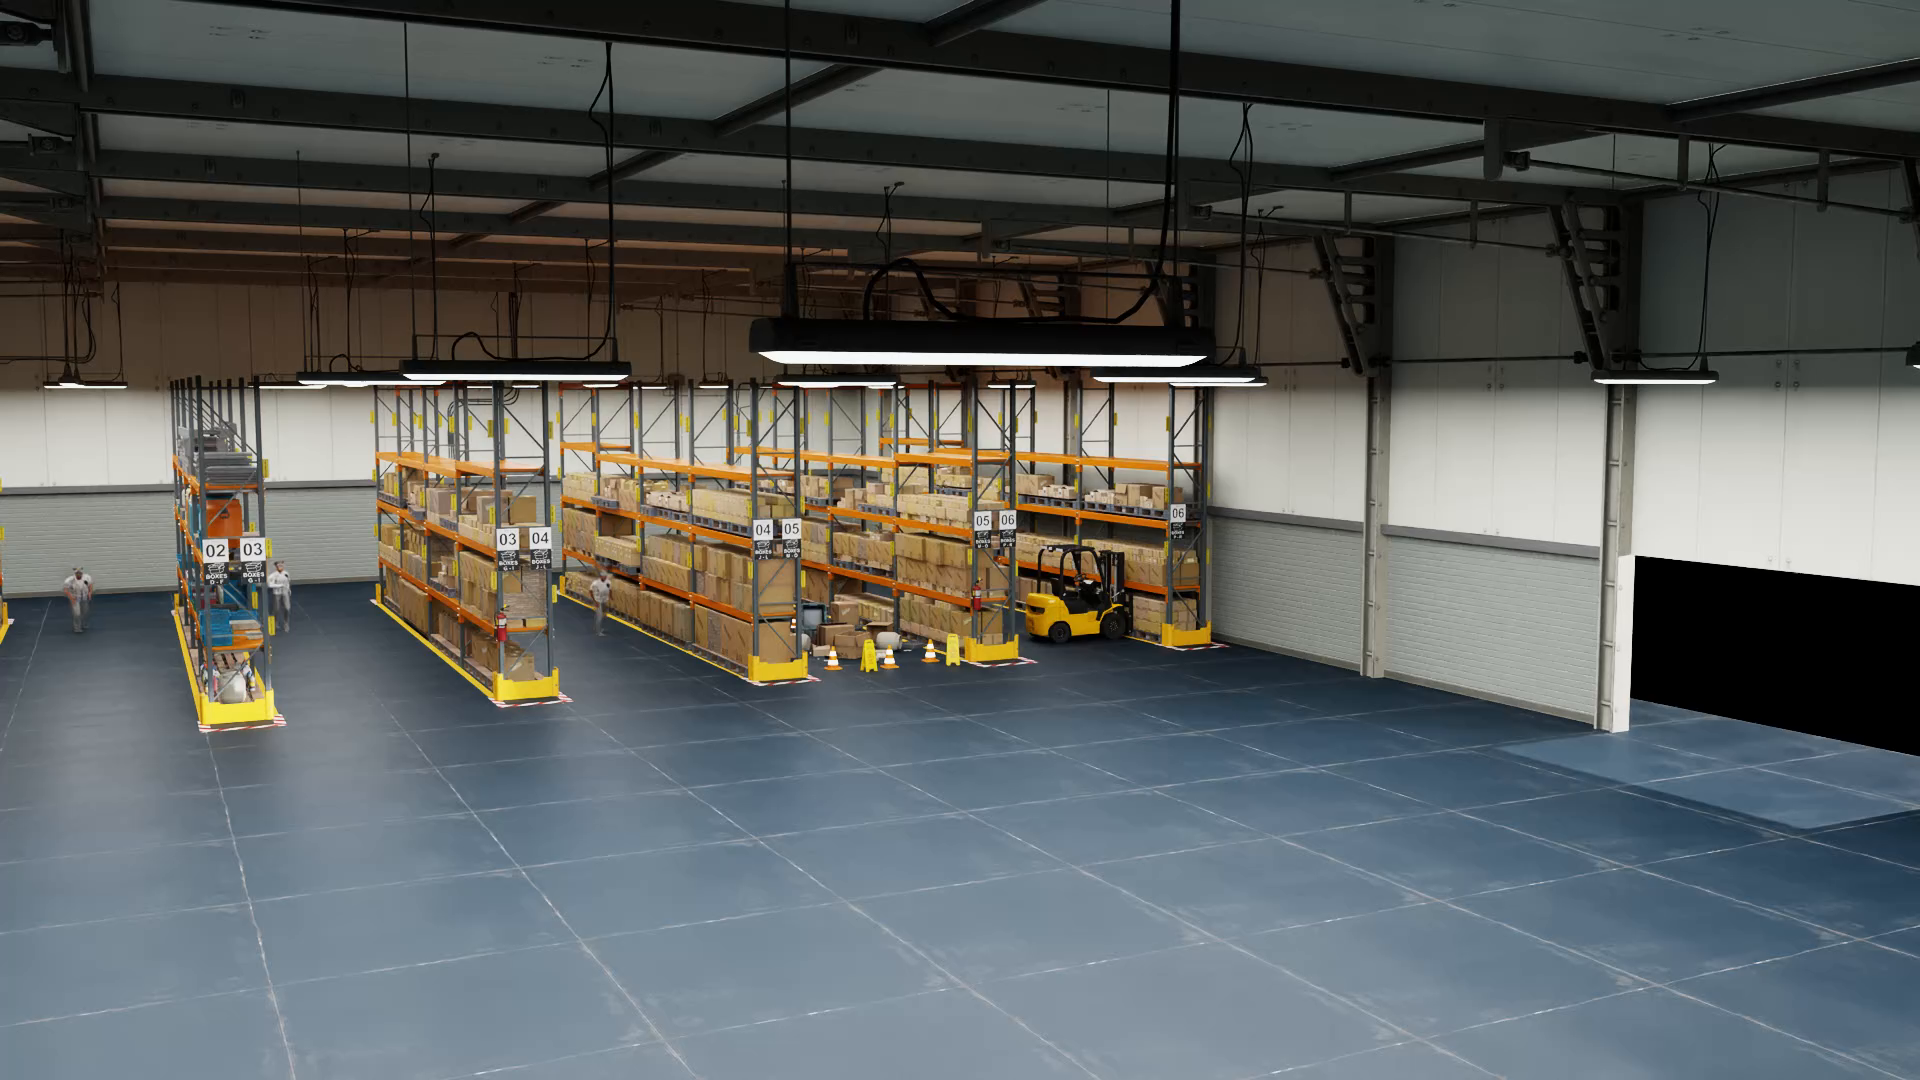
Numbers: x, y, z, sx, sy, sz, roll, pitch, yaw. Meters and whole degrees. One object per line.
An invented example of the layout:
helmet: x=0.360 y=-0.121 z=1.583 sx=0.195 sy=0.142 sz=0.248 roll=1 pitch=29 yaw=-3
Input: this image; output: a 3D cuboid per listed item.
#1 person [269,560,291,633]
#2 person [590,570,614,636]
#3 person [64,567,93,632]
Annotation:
person: x=-16.256 y=1.345 z=39.770 sx=0.551 sy=1.744 sz=0.832 roll=-4 pitch=6 yaw=-36
person: x=-8.463 y=1.458 z=39.147 sx=0.846 sy=1.588 sz=0.617 roll=4 pitch=7 yaw=41
person: x=-21.038 y=1.400 z=39.691 sx=0.896 sy=1.597 sz=0.712 roll=4 pitch=6 yaw=36
